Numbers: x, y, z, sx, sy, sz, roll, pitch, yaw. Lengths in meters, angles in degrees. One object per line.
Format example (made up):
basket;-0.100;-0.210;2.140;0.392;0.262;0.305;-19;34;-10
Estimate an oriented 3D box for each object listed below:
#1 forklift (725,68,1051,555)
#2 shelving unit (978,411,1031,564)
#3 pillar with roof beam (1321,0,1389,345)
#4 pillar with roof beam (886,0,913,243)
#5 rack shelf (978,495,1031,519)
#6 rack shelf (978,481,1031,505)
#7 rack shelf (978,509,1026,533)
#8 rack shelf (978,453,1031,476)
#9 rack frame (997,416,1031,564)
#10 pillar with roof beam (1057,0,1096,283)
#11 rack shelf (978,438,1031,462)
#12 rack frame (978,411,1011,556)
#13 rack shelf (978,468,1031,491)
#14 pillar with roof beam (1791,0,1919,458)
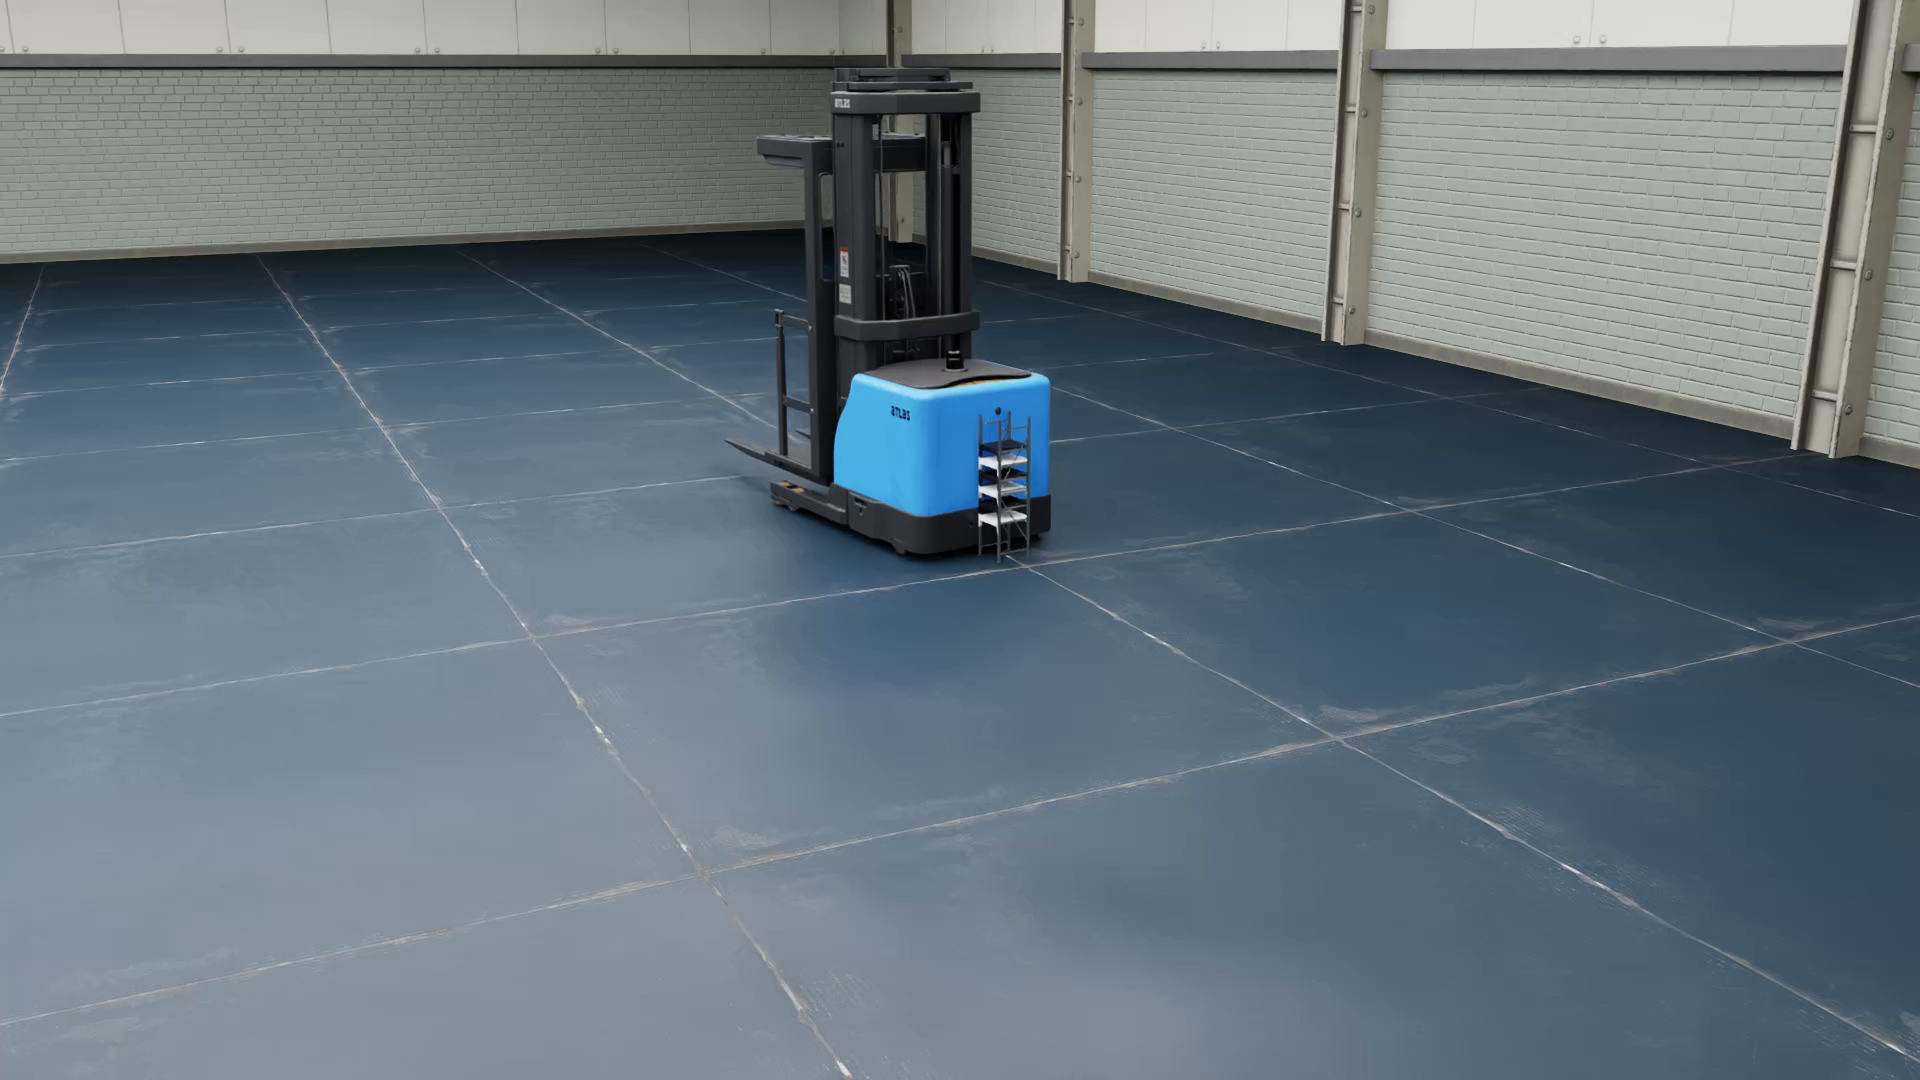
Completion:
forklift;-0.660;-1.668;11.248;1.130;2.935;3.031;-11;19;-33
shelving unit;0.273;-0.325;10.252;0.258;0.900;0.210;-11;19;-33
pillar with roof beam;0.369;-5.996;15.332;9.100;9.000;0.400;-8;18;-25
pillar with roof beam;-4.888;-8.972;25.700;9.100;9.000;0.400;-8;18;-25
rack shelf;0.273;-0.206;10.286;0.258;0.077;0.200;-11;19;-33
rack shelf;0.273;-0.293;10.261;0.258;0.077;0.200;-11;19;-33
rack shelf;0.273;-0.120;10.311;0.258;0.077;0.200;-11;19;-33
rack shelf;0.273;-0.466;10.211;0.258;0.077;0.200;-11;19;-33
rack frame;0.330;-0.302;10.171;0.240;0.900;0.006;-11;19;-33
pillar with roof beam;-2.260;-7.484;20.516;9.100;9.000;0.400;-8;18;-25
rack shelf;0.273;-0.552;10.186;0.258;0.077;0.200;-11;19;-33
rack frame;0.216;-0.348;10.332;0.240;0.900;0.006;-11;19;-33
rack shelf;0.273;-0.379;10.236;0.258;0.077;0.200;-11;19;-33
pillar with roof beam;2.997;-4.508;10.147;9.100;9.000;0.400;-8;18;-25
